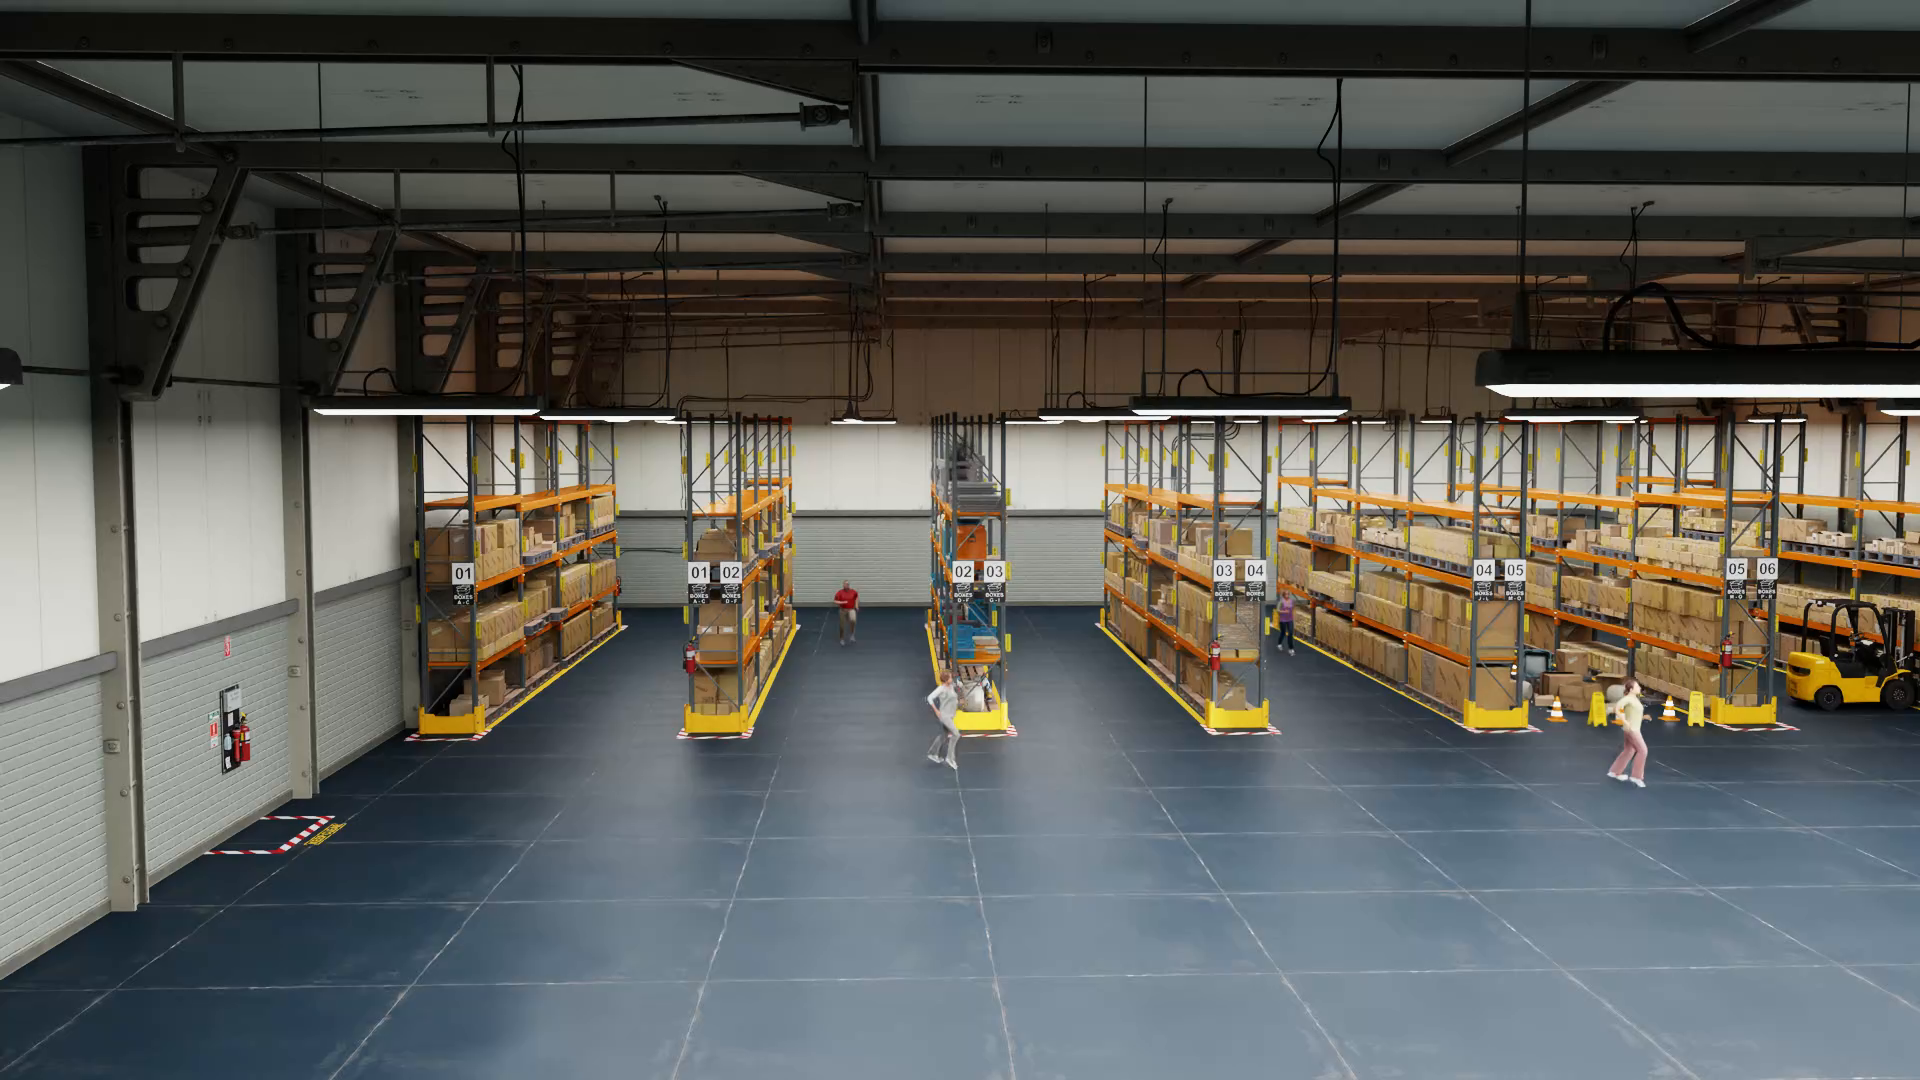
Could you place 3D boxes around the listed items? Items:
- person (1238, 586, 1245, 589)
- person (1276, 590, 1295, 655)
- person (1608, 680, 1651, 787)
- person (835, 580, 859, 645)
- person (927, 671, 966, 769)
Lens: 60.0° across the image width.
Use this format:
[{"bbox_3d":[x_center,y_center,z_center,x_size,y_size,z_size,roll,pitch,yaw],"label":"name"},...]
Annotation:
[{"bbox_3d":[8.095,1.631,48.321,0.731,1.616,0.784,3,5,38],"label":"person"},{"bbox_3d":[8.199,2.054,41.847,0.535,1.606,0.851,-1,4,-11],"label":"person"},{"bbox_3d":[10.715,3.091,26.606,0.636,1.732,0.578,2,5,32],"label":"person"},{"bbox_3d":[-2.926,1.888,43.043,0.654,1.702,0.908,-1,4,-10],"label":"person"},{"bbox_3d":[-0.230,3.017,27.977,0.710,1.641,0.505,2,4,21],"label":"person"}]
